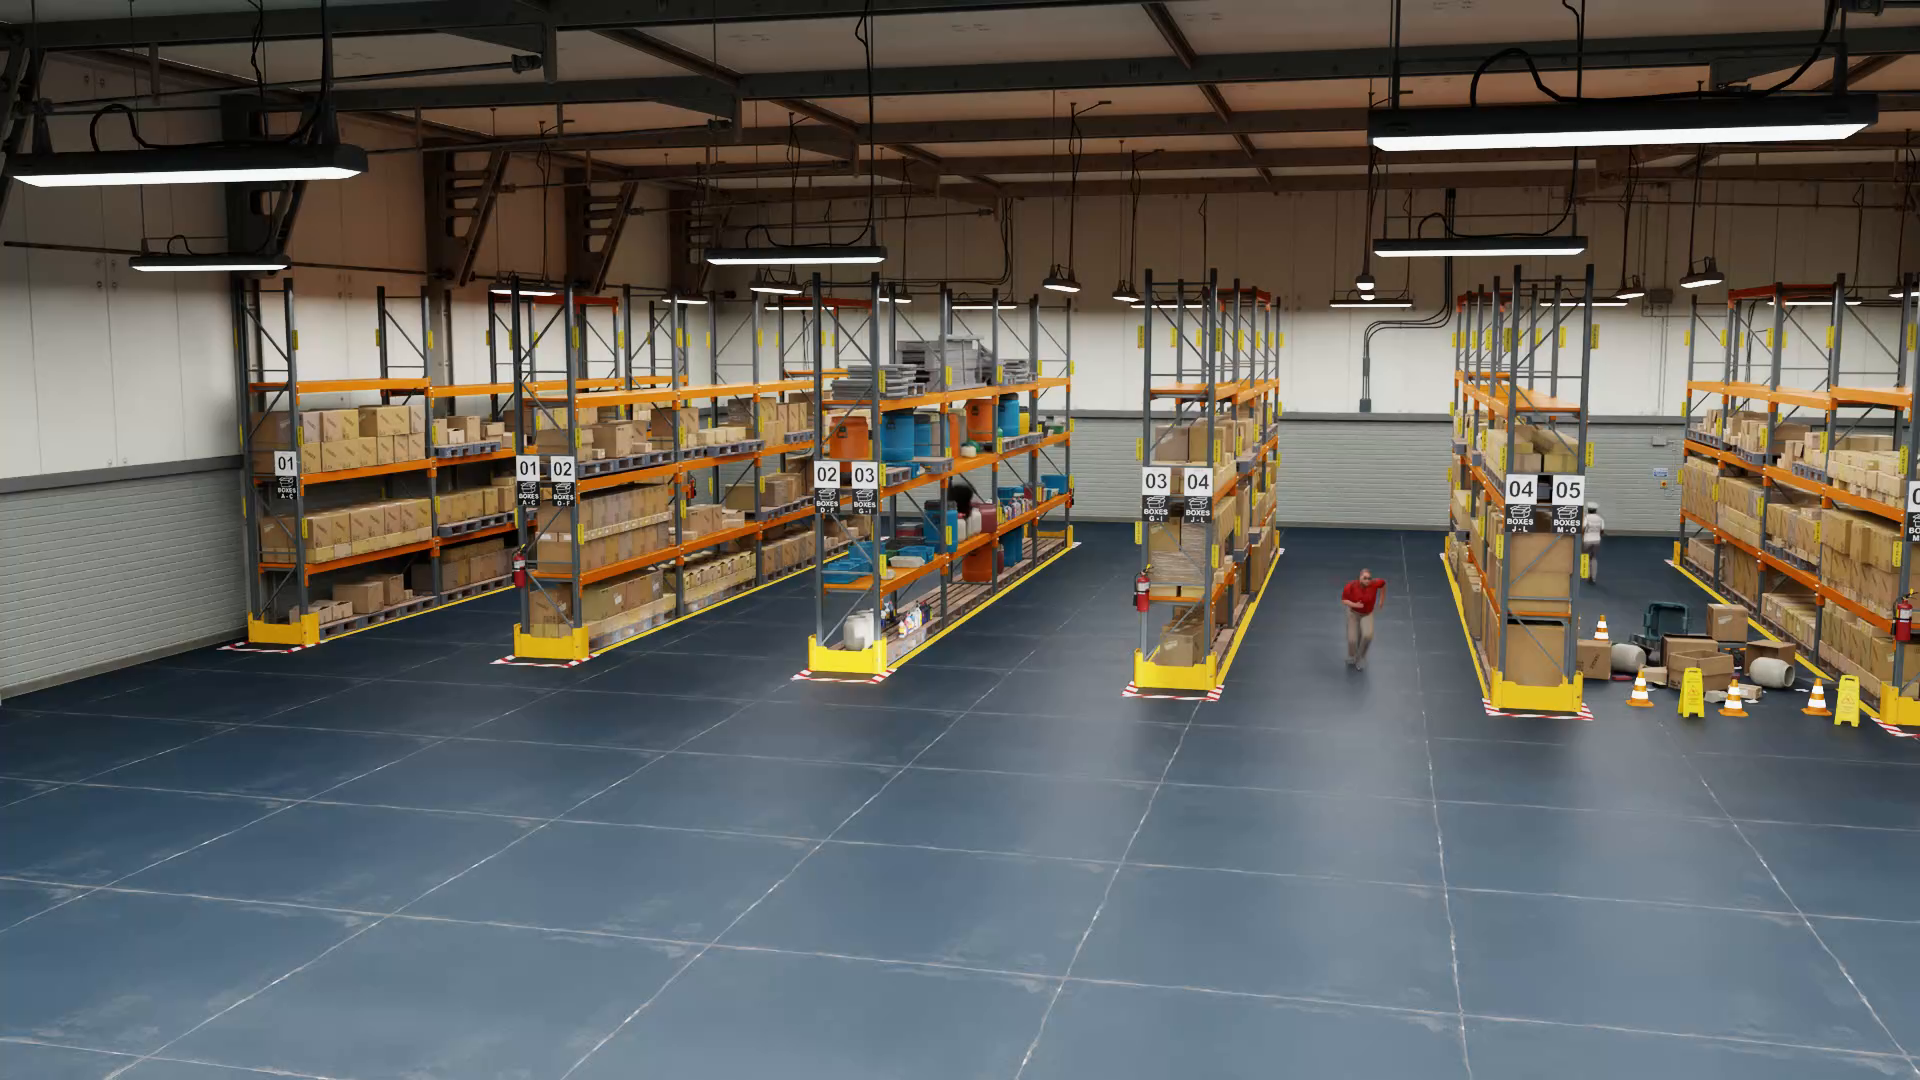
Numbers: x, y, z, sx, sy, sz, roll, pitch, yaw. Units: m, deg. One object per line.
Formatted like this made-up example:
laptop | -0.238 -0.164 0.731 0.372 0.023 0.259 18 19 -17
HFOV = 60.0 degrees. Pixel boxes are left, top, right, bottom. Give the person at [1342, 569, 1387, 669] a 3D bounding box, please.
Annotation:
person | 6.142 1.176 25.337 0.701 1.555 0.976 0 7 3

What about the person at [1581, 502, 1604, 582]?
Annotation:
person | 13.114 0.030 34.643 0.539 1.648 0.656 0 7 2
